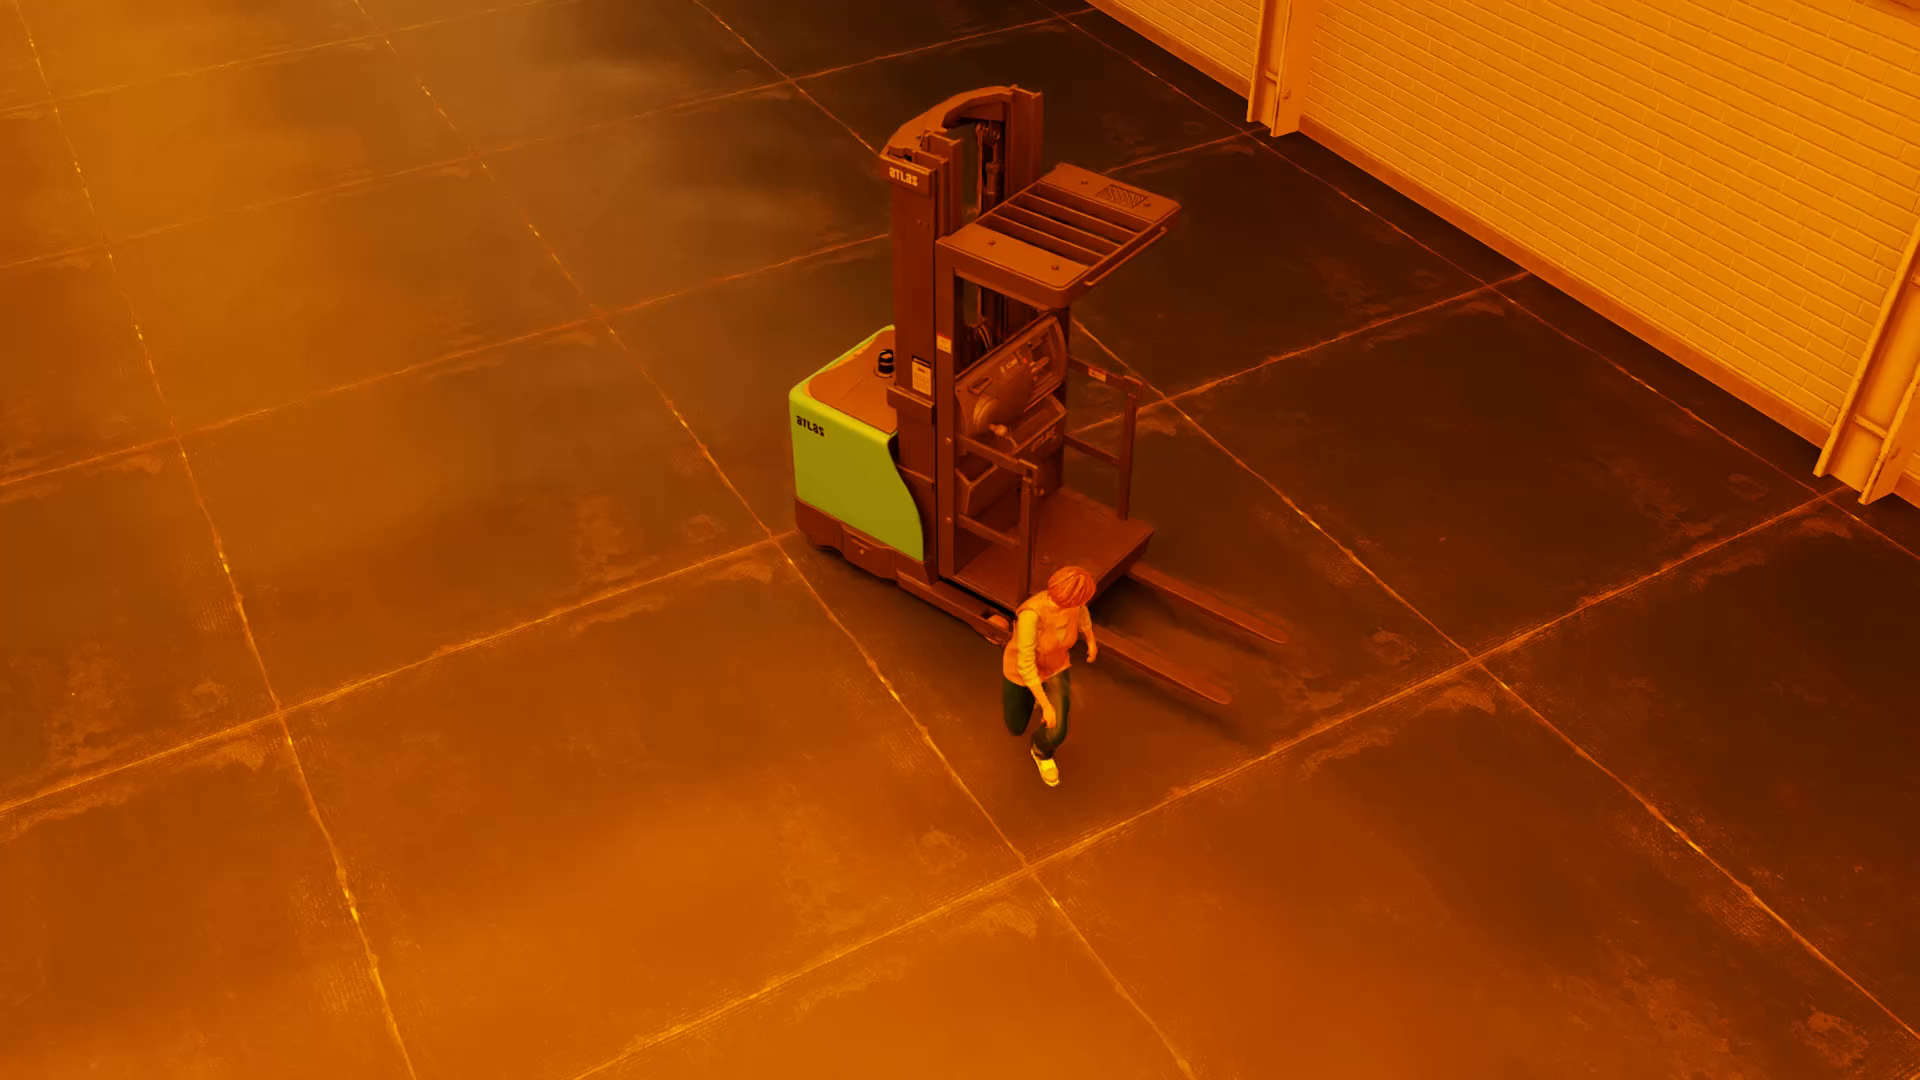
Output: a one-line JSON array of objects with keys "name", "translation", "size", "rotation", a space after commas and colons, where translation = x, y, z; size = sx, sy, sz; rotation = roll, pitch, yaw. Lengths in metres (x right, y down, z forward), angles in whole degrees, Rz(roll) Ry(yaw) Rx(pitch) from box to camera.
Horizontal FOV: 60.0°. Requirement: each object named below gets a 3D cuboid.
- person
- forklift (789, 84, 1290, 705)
[{"name": "person", "translation": [0.475, 0.618, 8.525], "size": [0.542, 1.388, 0.751], "rotation": [-8, 40, -10]}, {"name": "forklift", "translation": [0.454, -0.836, 9.044], "size": [3.031, 2.935, 1.130], "rotation": [27, 47, 28]}]
